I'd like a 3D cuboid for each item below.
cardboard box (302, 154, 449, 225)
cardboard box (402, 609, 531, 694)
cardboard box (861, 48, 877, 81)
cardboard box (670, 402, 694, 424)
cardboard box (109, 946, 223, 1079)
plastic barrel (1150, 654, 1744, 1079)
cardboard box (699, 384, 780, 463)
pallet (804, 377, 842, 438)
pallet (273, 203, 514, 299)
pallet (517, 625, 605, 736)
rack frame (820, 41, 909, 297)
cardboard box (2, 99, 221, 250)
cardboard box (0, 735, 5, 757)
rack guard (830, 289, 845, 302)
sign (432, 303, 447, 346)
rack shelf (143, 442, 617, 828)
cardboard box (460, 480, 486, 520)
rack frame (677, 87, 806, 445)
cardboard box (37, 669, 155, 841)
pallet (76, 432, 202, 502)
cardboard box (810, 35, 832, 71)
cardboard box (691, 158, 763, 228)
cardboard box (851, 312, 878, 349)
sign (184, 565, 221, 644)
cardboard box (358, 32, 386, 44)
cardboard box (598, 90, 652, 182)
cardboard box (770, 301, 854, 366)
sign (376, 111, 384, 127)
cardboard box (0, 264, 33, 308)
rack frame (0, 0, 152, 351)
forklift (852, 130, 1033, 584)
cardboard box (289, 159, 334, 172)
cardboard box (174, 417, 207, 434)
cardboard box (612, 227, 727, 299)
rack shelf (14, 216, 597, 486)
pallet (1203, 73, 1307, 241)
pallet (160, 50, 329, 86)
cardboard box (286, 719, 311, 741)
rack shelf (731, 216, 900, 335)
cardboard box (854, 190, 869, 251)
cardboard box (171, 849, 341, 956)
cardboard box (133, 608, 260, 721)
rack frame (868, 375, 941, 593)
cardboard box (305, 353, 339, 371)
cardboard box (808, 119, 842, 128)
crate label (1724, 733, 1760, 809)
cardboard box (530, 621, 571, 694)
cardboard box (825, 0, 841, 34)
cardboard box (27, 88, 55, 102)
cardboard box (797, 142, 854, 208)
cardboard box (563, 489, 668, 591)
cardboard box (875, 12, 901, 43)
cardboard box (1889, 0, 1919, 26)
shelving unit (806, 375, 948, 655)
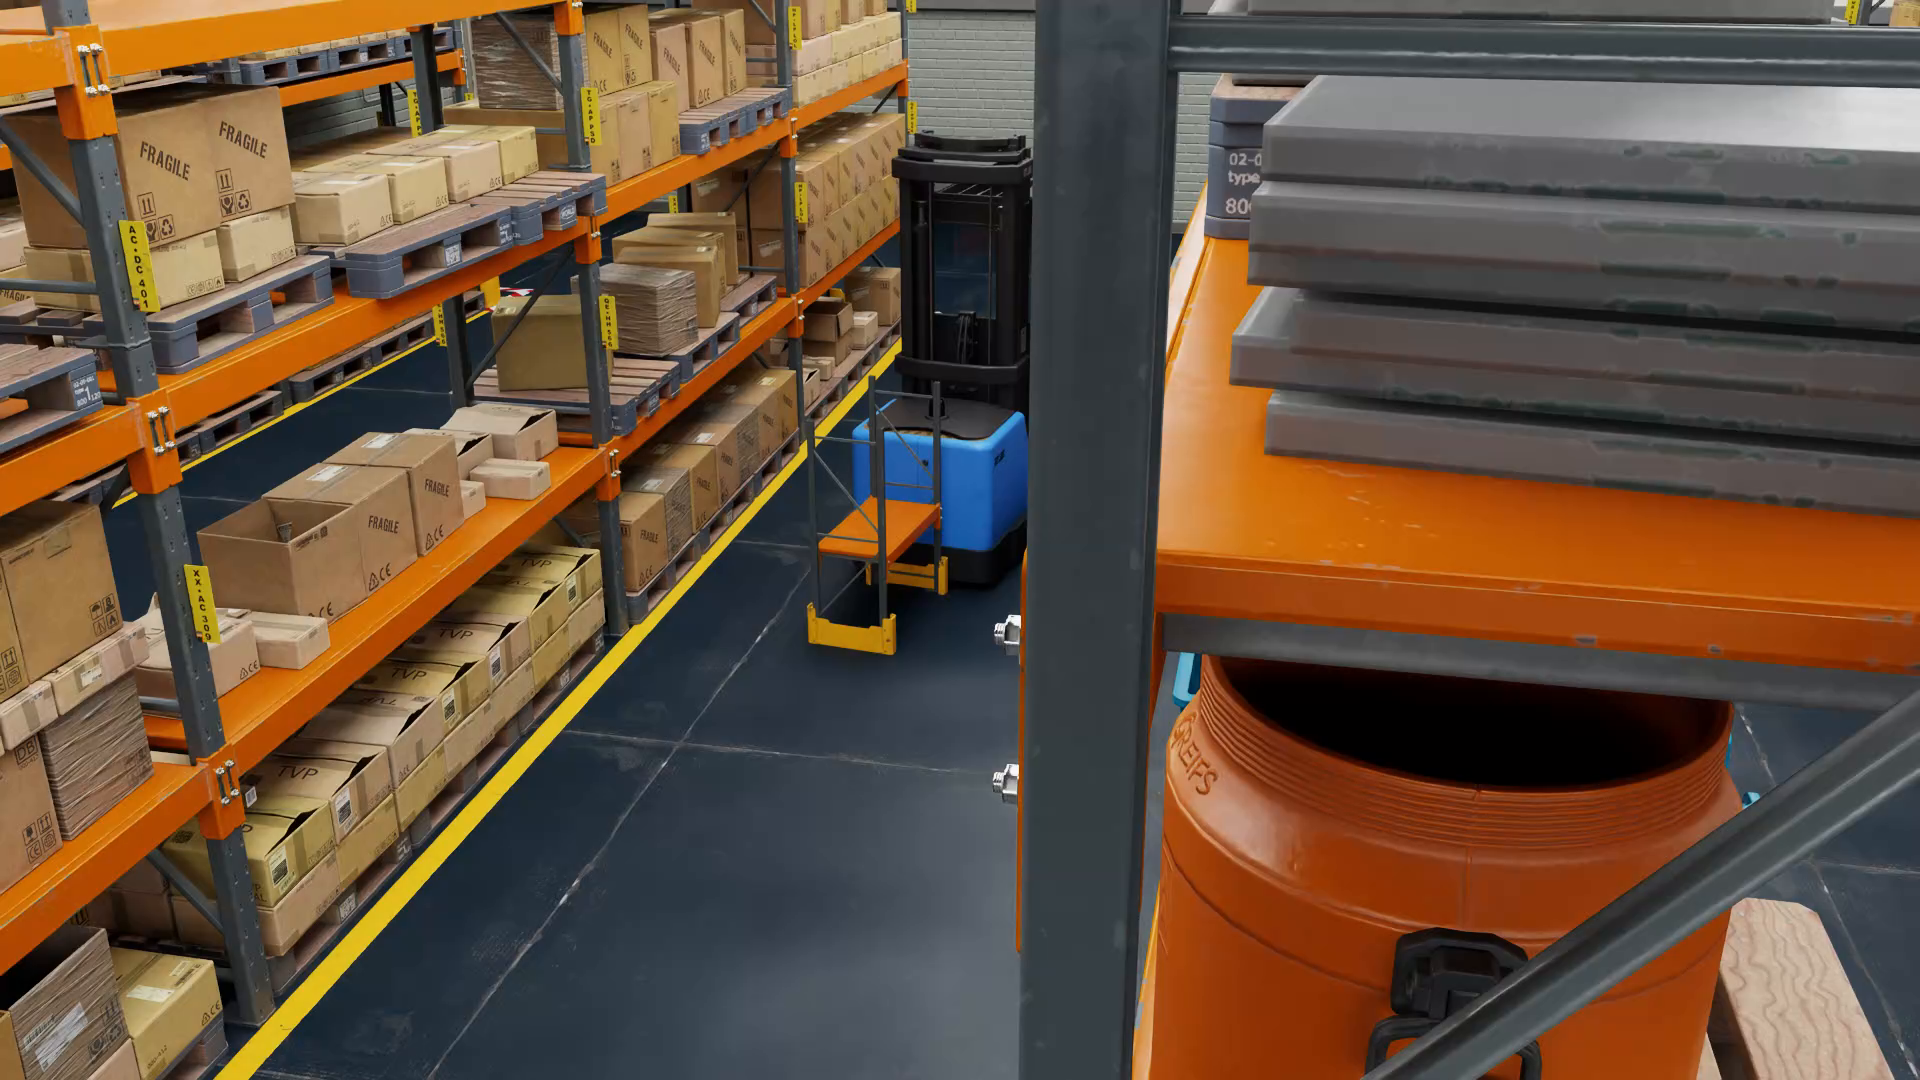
[{"bbox_3d":[-2.921,-1.761,8.334,0.500,0.250,0.500,4,22,10],"label":"cardboard box"},{"bbox_3d":[-2.738,0.590,9.242,0.500,0.311,0.500,4,22,11],"label":"cardboard box"},{"bbox_3d":[-1.083,-4.490,15.672,0.500,0.250,0.500,4,22,11],"label":"cardboard box"},{"bbox_3d":[-2.395,-0.787,13.049,0.500,0.500,0.500,5,22,12],"label":"cardboard box"},{"bbox_3d":[-3.363,1.914,6.705,0.500,0.250,0.500,4,22,11],"label":"cardboard box"},{"bbox_3d":[0.524,0.516,1.905,0.600,0.830,0.708,4,22,11],"label":"plastic barrel"},{"bbox_3d":[-1.779,-0.941,13.432,0.500,0.500,0.500,5,22,11],"label":"cardboard box"},{"bbox_3d":[-1.709,-1.236,15.141,1.003,0.211,1.213,4,22,11],"label":"pallet"},{"bbox_3d":[-2.943,-1.456,8.190,1.003,0.211,1.213,6,23,13],"label":"pallet"},{"bbox_3d":[-2.872,0.776,10.145,1.003,0.211,1.213,4,22,11],"label":"pallet"},{"bbox_3d":[-1.034,-3.742,17.629,1.000,3.000,0.127,4,22,11],"label":"rack frame"},{"bbox_3d":[-3.318,-1.440,6.534,0.500,0.500,0.500,5,22,12],"label":"cardboard box"},{"bbox_3d":[-3.484,0.698,5.604,0.380,0.149,0.250,4,22,11],"label":"cardboard box"},{"bbox_3d":[-1.049,-2.554,18.027,1.175,0.500,0.348,4,22,11],"label":"rack guard"},{"bbox_3d":[-3.199,-1.354,10.257,0.100,0.325,0.005,4,22,11],"label":"sign"},{"bbox_3d":[-3.074,0.249,8.683,1.077,0.370,4.000,4,22,11],"label":"rack shelf"},{"bbox_3d":[-2.871,-0.229,9.243,0.380,0.149,0.250,6,23,15],"label":"cardboard box"},{"bbox_3d":[-1.850,-2.279,13.997,1.000,3.000,0.127,4,22,11],"label":"rack frame"},{"bbox_3d":[-3.567,0.763,6.309,0.700,0.500,0.500,4,22,10],"label":"cardboard box"},{"bbox_3d":[-7.031,-0.626,13.626,1.003,0.211,1.213,4,22,11],"label":"pallet"},{"bbox_3d":[-1.407,-4.174,14.220,0.500,0.250,0.500,4,22,11],"label":"cardboard box"},{"bbox_3d":[-2.000,-2.994,14.299,0.500,0.500,0.500,5,22,11],"label":"cardboard box"},{"bbox_3d":[-1.127,-2.108,16.663,0.500,0.250,0.500,4,22,11],"label":"cardboard box"},{"bbox_3d":[-2.939,0.250,6.452,0.100,0.325,0.005,4,22,11],"label":"sign"},{"bbox_3d":[-5.980,-5.012,16.272,0.500,0.250,0.500,4,22,9],"label":"cardboard box"},{"bbox_3d":[-2.506,-2.602,10.651,0.910,0.500,0.500,4,22,11],"label":"cardboard box"},{"bbox_3d":[-1.472,-2.012,16.088,0.797,0.503,0.637,4,22,11],"label":"cardboard box"},{"bbox_3d":[-6.426,-4.601,18.497,0.100,0.325,0.005,4,22,11],"label":"sign"},{"bbox_3d":[-7.051,-1.735,12.087,0.500,0.500,0.500,5,23,13],"label":"cardboard box"},{"bbox_3d":[-3.483,-2.136,5.611,1.000,3.000,0.127,4,22,11],"label":"rack frame"},{"bbox_3d":[0.204,-1.580,12.354,1.130,2.935,3.031,7,23,18],"label":"forklift"},{"bbox_3d":[-6.419,-3.258,16.026,0.980,0.700,0.700,4,22,10],"label":"cardboard box"},{"bbox_3d":[-6.884,-1.280,13.832,0.750,0.750,0.750,5,23,13],"label":"cardboard box"},{"bbox_3d":[-2.244,-2.107,12.875,0.700,0.500,0.500,8,23,19],"label":"cardboard box"},{"bbox_3d":[-3.074,-1.142,8.122,1.077,0.370,4.000,4,22,11],"label":"rack shelf"},{"bbox_3d":[0.978,-0.733,2.915,1.003,0.211,1.213,4,22,11],"label":"pallet"},{"bbox_3d":[-6.523,-4.304,15.128,1.003,0.211,1.213,4,22,11],"label":"pallet"},{"bbox_3d":[-3.476,0.924,8.411,0.500,0.311,0.500,4,22,11],"label":"cardboard box"},{"bbox_3d":[-1.442,-2.677,15.947,1.077,0.370,4.000,4,22,11],"label":"rack shelf"},{"bbox_3d":[-1.171,-3.047,15.771,0.500,0.500,0.500,4,22,10],"label":"cardboard box"},{"bbox_3d":[-3.158,1.599,7.487,0.500,0.250,0.500,4,22,10],"label":"cardboard box"},{"bbox_3d":[-3.425,0.533,7.215,0.500,0.250,0.500,6,23,14],"label":"cardboard box"},{"bbox_3d":[-0.369,-0.366,11.255,0.500,1.500,0.032,7,23,17],"label":"rack frame"},{"bbox_3d":[-6.447,-1.956,15.979,0.700,0.500,0.500,5,22,12],"label":"cardboard box"},{"bbox_3d":[-1.482,-3.918,16.594,0.500,0.500,0.500,5,22,11],"label":"cardboard box"},{"bbox_3d":[1.255,0.507,3.263,0.502,0.251,0.408,4,22,11],"label":"crate label"},{"bbox_3d":[-2.637,0.664,9.807,0.500,0.250,0.500,4,22,10],"label":"cardboard box"},{"bbox_3d":[-1.451,-4.717,14.562,0.700,0.500,0.500,4,22,11],"label":"cardboard box"},{"bbox_3d":[-7.203,-3.597,12.531,0.700,0.500,0.500,4,22,11],"label":"cardboard box"},{"bbox_3d":[-1.268,-3.317,15.101,0.500,0.500,0.500,4,22,9],"label":"cardboard box"},{"bbox_3d":[-2.294,-0.005,11.108,0.500,0.500,0.500,5,23,13],"label":"cardboard box"},{"bbox_3d":[-0.889,-5.088,16.489,0.500,0.250,0.500,4,22,11],"label":"cardboard box"},{"bbox_3d":[8.610,-4.470,14.592,0.700,0.500,0.500,3,22,8],"label":"cardboard box"},{"bbox_3d":[-0.531,-0.190,10.817,0.587,1.500,1.083,7,23,17],"label":"shelving unit"}]
